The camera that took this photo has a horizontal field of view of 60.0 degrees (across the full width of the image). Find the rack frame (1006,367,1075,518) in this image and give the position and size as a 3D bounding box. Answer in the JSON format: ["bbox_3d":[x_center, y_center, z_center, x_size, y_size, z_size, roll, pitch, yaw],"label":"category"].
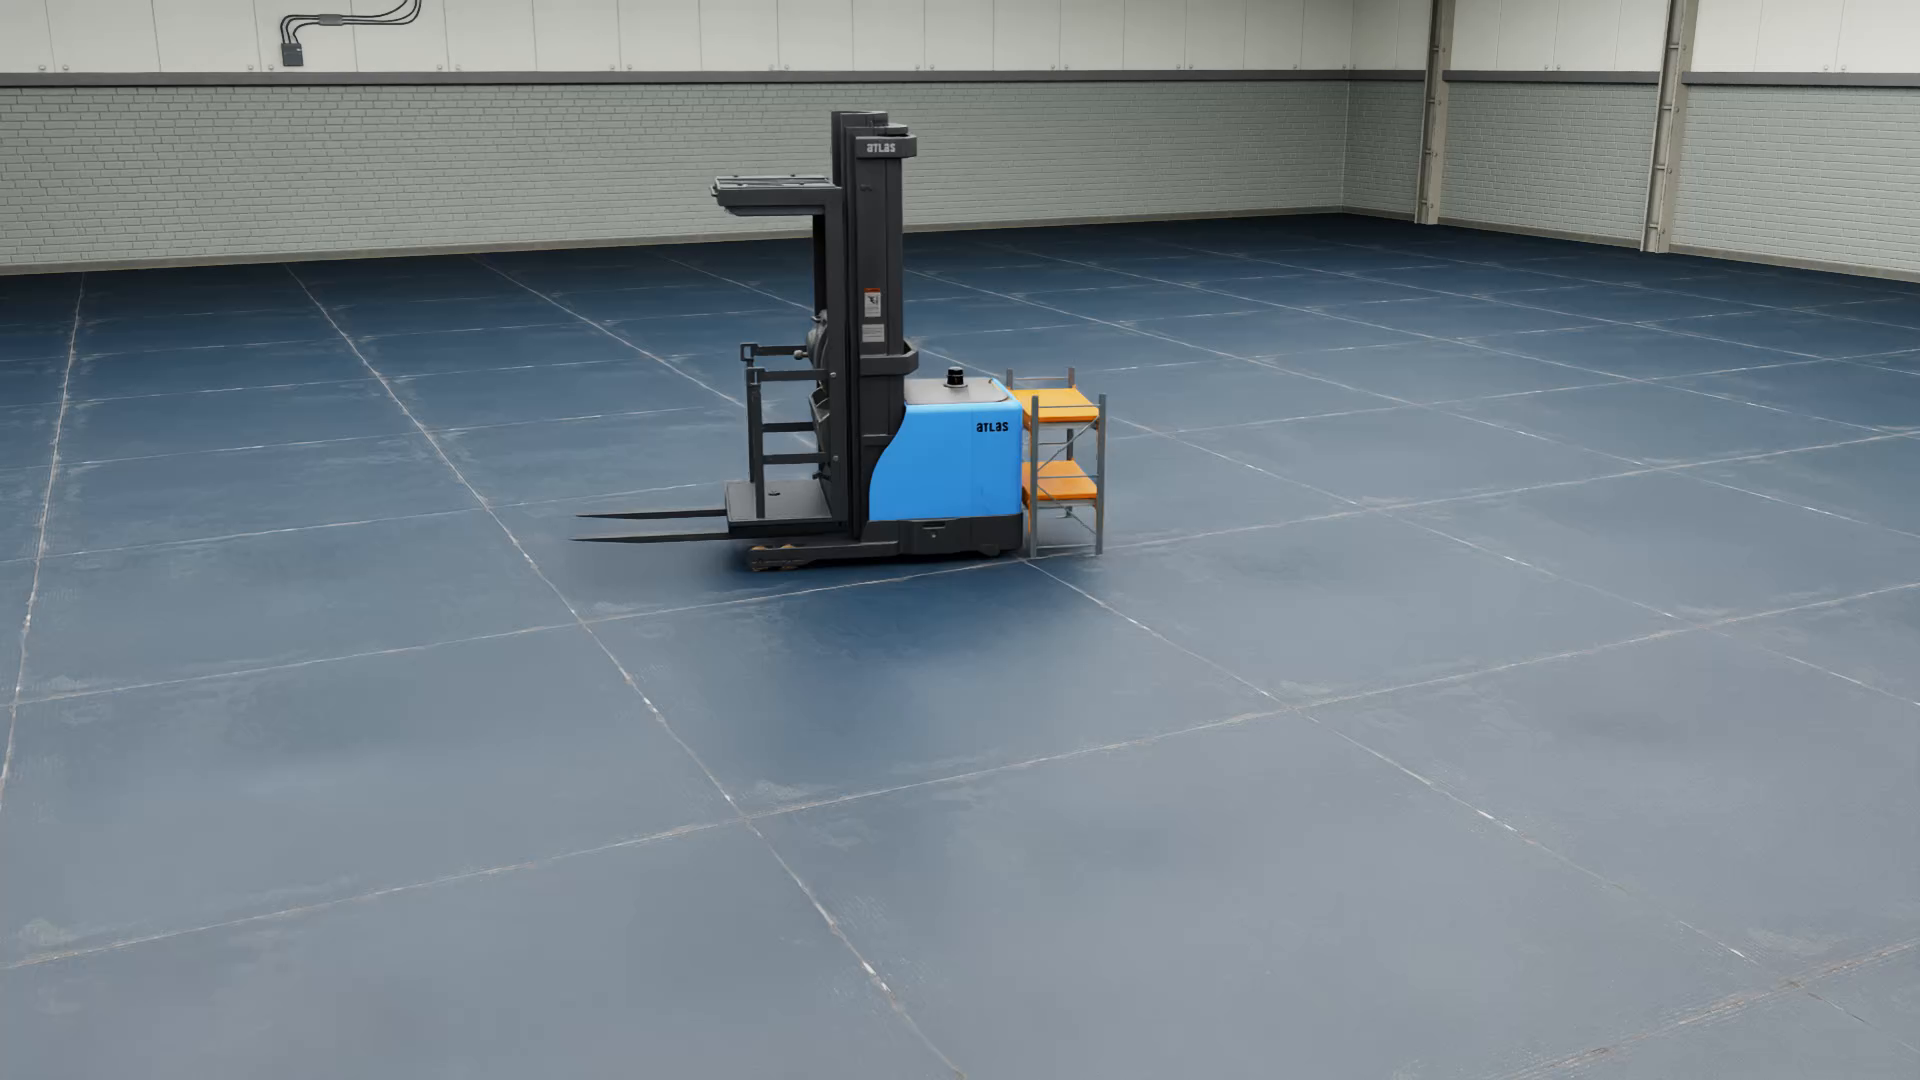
[{"bbox_3d":[0.582,-0.700,12.152,0.500,1.125,0.032,-2,16,-8],"label":"rack frame"}]

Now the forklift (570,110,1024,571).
[{"bbox_3d":[-1.132,-1.358,11.168,3.031,2.935,1.130,-3,16,-9],"label":"forklift"}]

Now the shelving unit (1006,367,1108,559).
[{"bbox_3d":[0.653,-0.562,11.668,0.538,1.125,1.048,-2,16,-8],"label":"shelving unit"}]

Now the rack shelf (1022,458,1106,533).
[{"bbox_3d":[0.653,-0.327,11.735,0.538,0.278,1.000,-2,16,-8],"label":"rack shelf"}]

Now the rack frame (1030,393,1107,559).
[{"bbox_3d":[0.724,-0.423,11.184,0.500,1.125,0.032,-2,16,-8],"label":"rack frame"}]

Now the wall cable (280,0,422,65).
[{"bbox_3d":[-10.090,-10.830,27.012,2.305,6.003,0.169,-8,18,-25],"label":"wall cable"}]

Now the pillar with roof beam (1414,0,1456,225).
[{"bbox_3d":[5.917,-10.449,31.847,9.100,9.000,0.400,-8,18,-25],"label":"pillar with roof beam"}]

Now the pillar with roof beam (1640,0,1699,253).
[{"bbox_3d":[8.546,-8.961,26.662,9.100,9.000,0.400,-8,18,-25],"label":"pillar with roof beam"}]

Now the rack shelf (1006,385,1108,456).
[{"bbox_3d":[0.653,-0.843,11.587,0.538,0.278,1.000,-2,16,-8],"label":"rack shelf"}]
